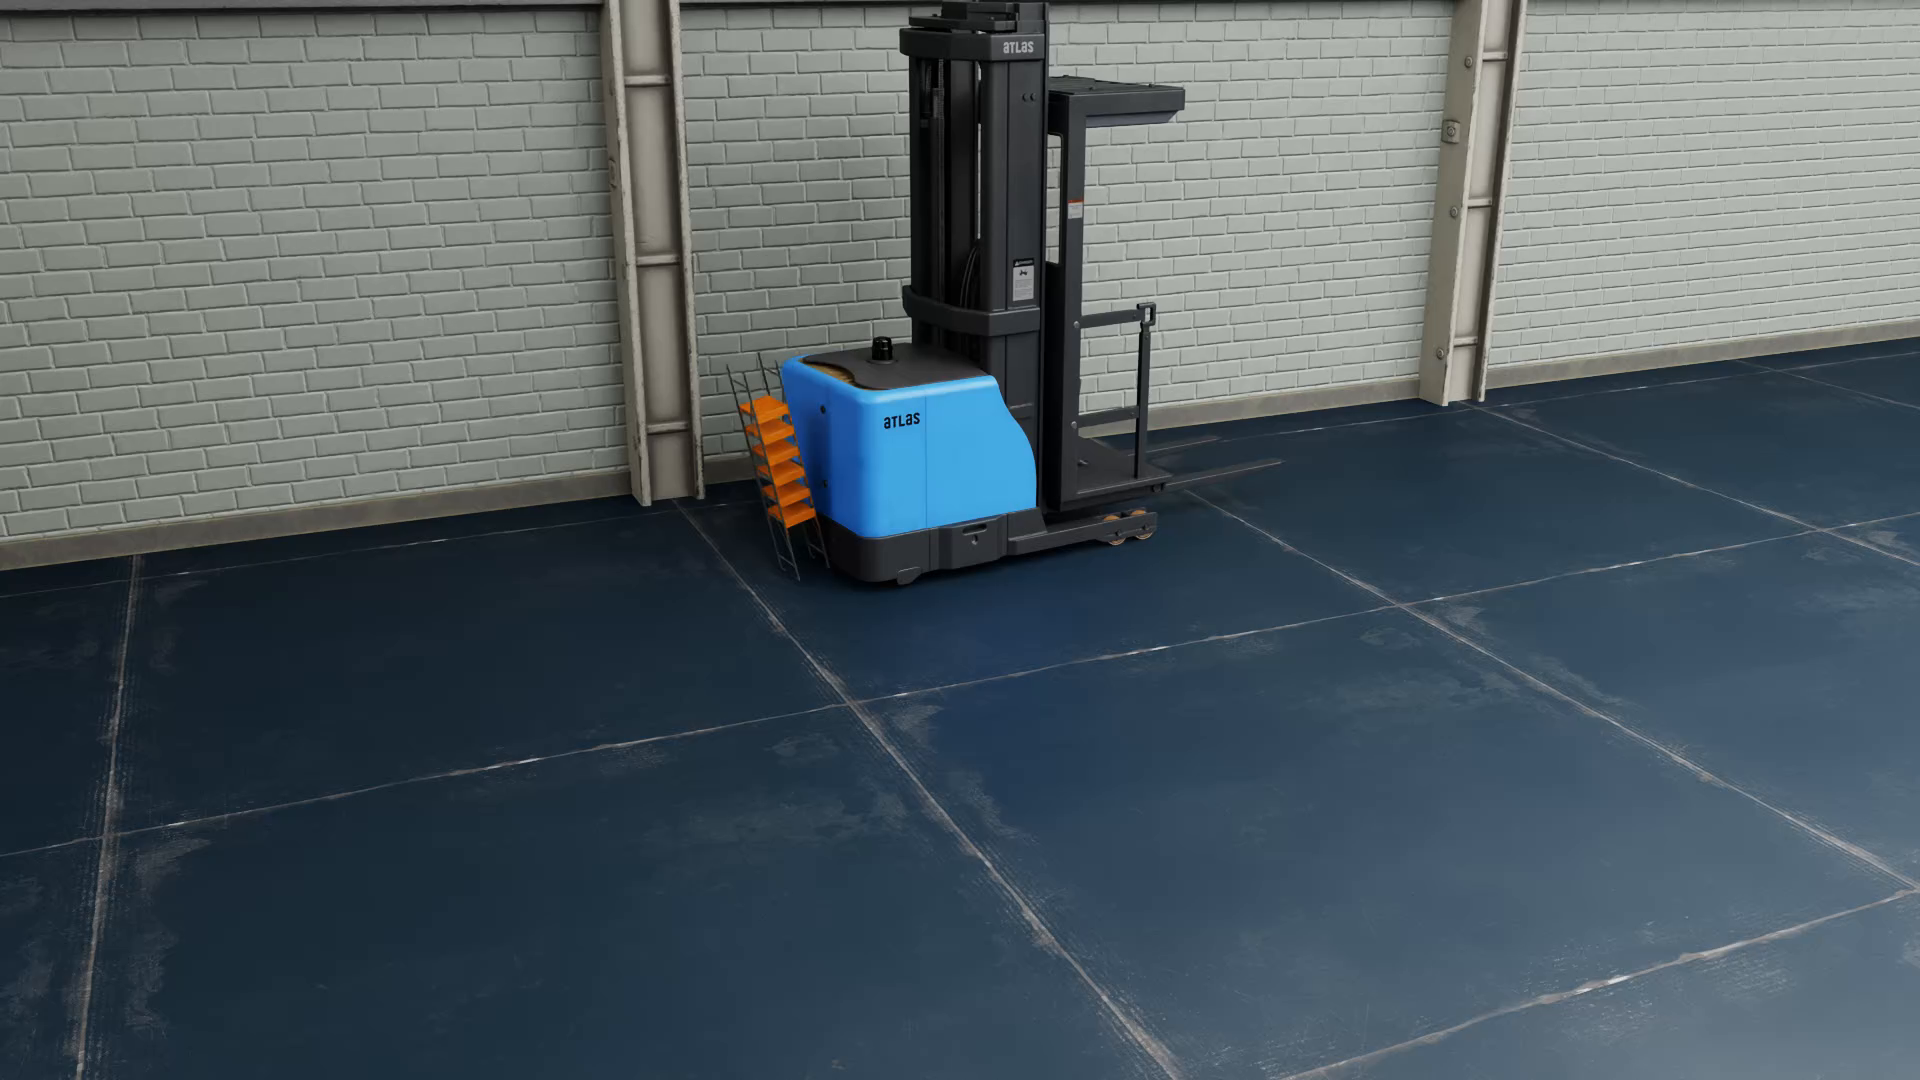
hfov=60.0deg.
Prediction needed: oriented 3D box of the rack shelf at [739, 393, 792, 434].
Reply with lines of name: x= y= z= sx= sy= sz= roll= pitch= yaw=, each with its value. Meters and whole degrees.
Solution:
rack shelf: x=-1.015 y=-0.657 z=8.634 sx=0.180 sy=0.103 sz=0.258 roll=-24 pitch=28 yaw=-23

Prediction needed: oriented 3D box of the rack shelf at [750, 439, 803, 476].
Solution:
rack shelf: x=-0.970 y=-0.446 z=8.738 sx=0.180 sy=0.103 sz=0.258 roll=-24 pitch=28 yaw=-23

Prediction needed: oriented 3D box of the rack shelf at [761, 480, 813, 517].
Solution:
rack shelf: x=-0.924 y=-0.234 z=8.841 sx=0.180 sy=0.103 sz=0.258 roll=-24 pitch=28 yaw=-23

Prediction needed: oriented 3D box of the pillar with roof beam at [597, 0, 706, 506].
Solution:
pillar with roof beam: x=-0.103 y=-3.209 z=5.088 sx=0.400 sy=9.000 sz=9.100 roll=-8 pitch=21 yaw=-22

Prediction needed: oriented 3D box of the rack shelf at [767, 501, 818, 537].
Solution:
rack shelf: x=-0.901 y=-0.128 z=8.892 sx=0.180 sy=0.103 sz=0.258 roll=-24 pitch=28 yaw=-23

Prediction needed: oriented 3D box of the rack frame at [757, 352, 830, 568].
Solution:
rack frame: x=-0.878 y=-0.413 z=8.806 sx=0.006 sy=1.200 sz=0.240 roll=-24 pitch=28 yaw=-23

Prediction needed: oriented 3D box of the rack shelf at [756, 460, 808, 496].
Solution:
rack shelf: x=-0.947 y=-0.340 z=8.789 sx=0.180 sy=0.103 sz=0.258 roll=-24 pitch=28 yaw=-23

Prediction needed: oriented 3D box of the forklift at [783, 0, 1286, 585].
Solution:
forklift: x=0.538 y=-1.491 z=9.343 sx=3.031 sy=2.935 sz=1.130 roll=-11 pitch=22 yaw=-29

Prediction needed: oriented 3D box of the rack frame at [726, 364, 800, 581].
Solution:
rack frame: x=-1.032 y=-0.345 z=8.734 sx=0.006 sy=1.200 sz=0.240 roll=-24 pitch=28 yaw=-23

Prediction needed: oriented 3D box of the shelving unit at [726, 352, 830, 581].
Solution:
shelving unit: x=-0.955 y=-0.379 z=8.770 sx=0.189 sy=1.200 sz=0.258 roll=-24 pitch=28 yaw=-23

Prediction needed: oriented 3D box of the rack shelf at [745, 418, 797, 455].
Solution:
rack shelf: x=-0.993 y=-0.551 z=8.686 sx=0.180 sy=0.103 sz=0.258 roll=-24 pitch=28 yaw=-23

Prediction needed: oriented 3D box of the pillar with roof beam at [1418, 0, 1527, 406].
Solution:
pillar with roof beam: x=5.406 y=-3.999 z=7.329 sx=0.400 sy=9.000 sz=9.100 roll=-8 pitch=21 yaw=-22
